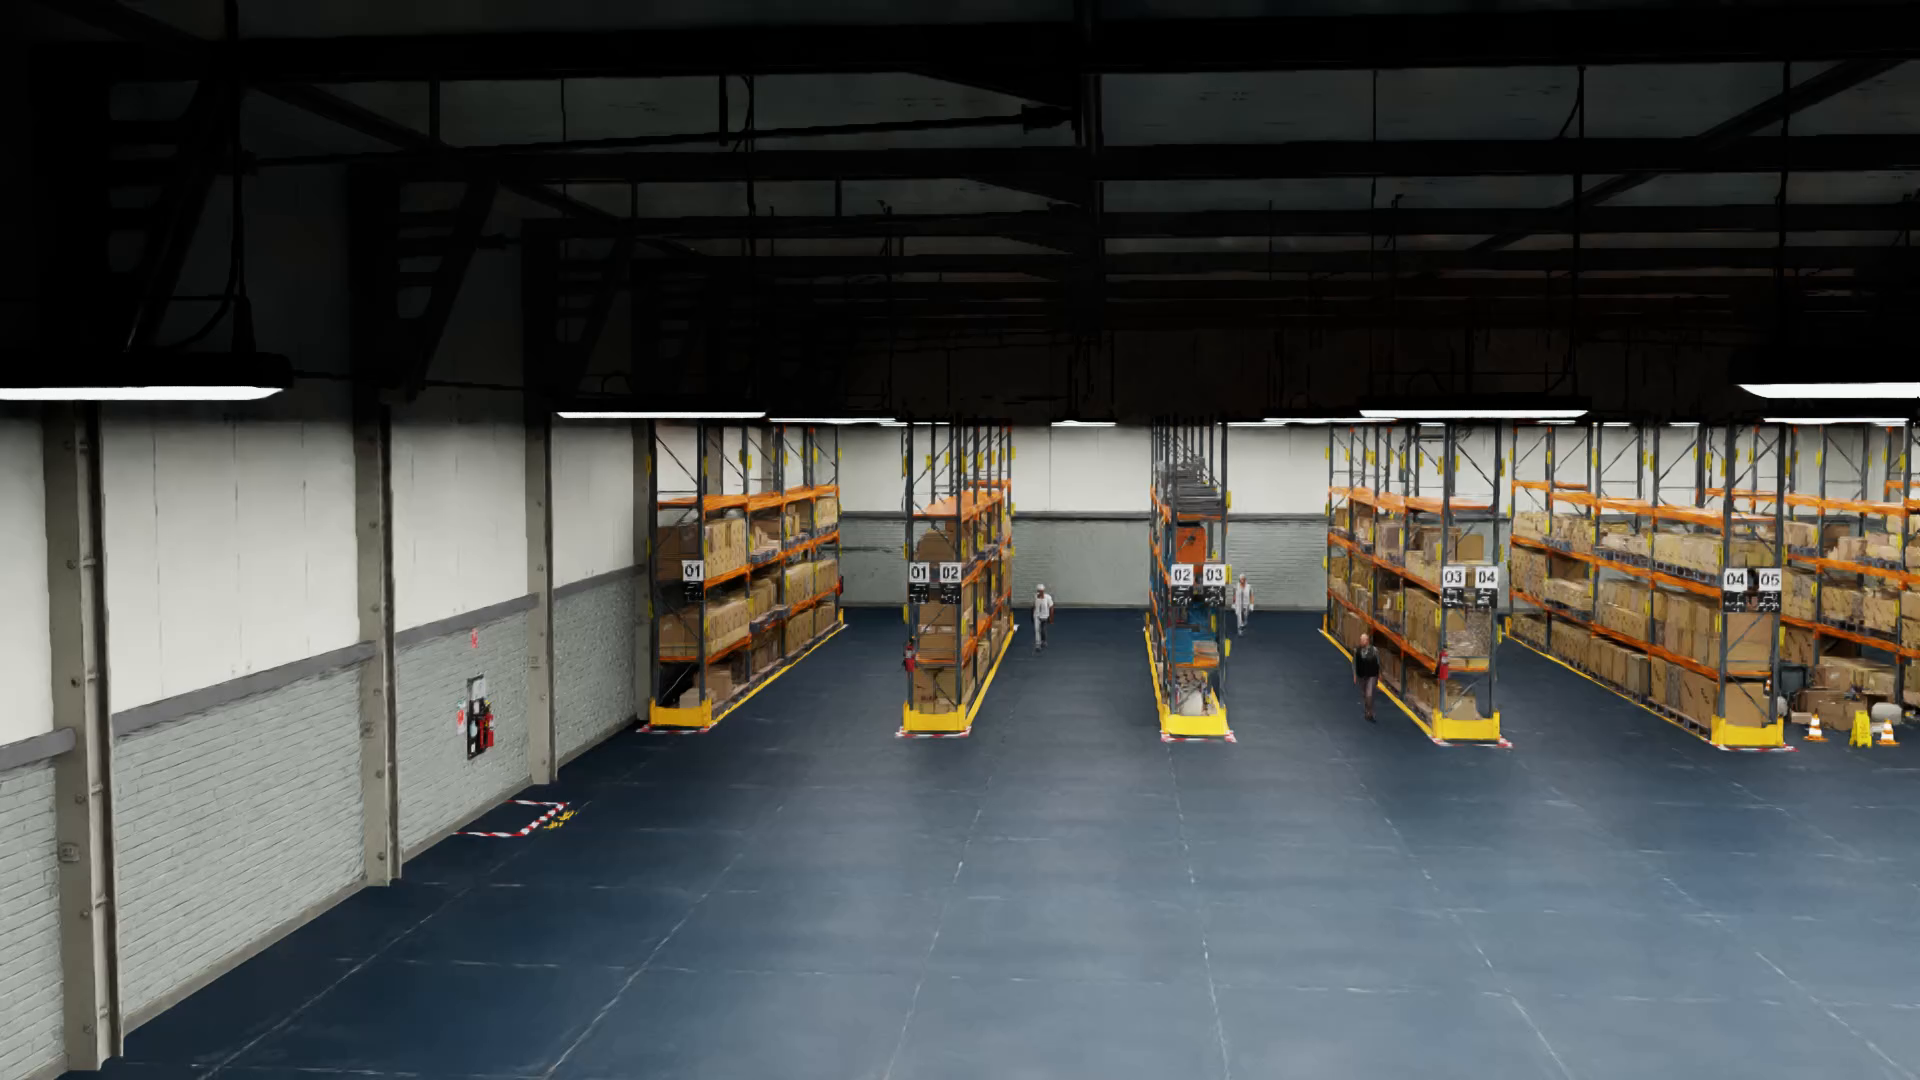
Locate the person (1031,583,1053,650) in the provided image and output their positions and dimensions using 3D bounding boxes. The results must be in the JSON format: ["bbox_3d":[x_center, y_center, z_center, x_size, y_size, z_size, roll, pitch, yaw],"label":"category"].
[{"bbox_3d":[2.120,1.972,43.050,0.585,1.716,1.042,0,4,4],"label":"person"}]

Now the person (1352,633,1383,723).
[{"bbox_3d":[7.981,2.710,32.592,0.560,1.697,0.554,3,5,38],"label":"person"}]

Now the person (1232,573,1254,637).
[{"bbox_3d":[7.791,1.777,45.767,0.567,1.736,1.044,0,4,4],"label":"person"}]
